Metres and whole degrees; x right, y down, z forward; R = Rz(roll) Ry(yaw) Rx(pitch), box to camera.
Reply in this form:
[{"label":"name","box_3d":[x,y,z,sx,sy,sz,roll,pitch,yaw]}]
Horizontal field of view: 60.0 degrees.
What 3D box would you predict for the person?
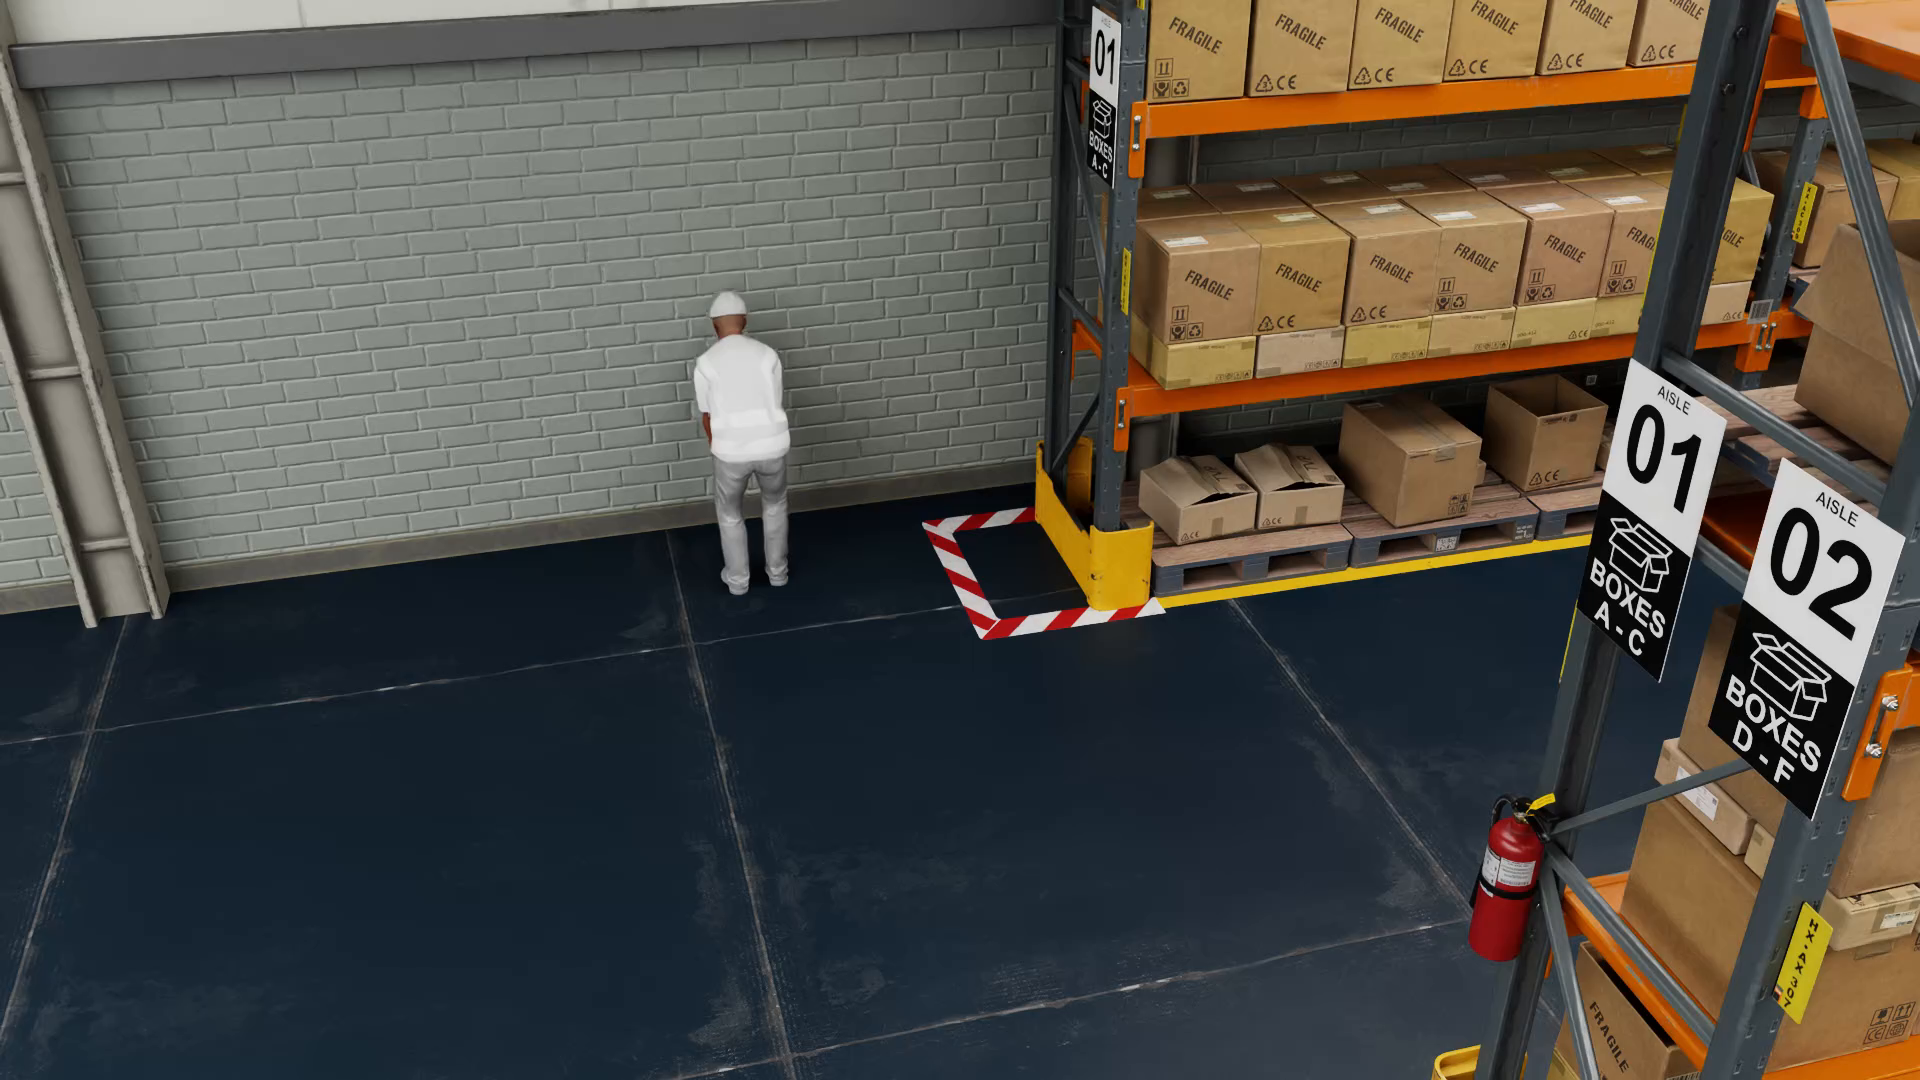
[{"label":"person","box_3d":[-1.197,-0.537,9.213,0.487,1.695,0.633,-8,31,-14]}]
